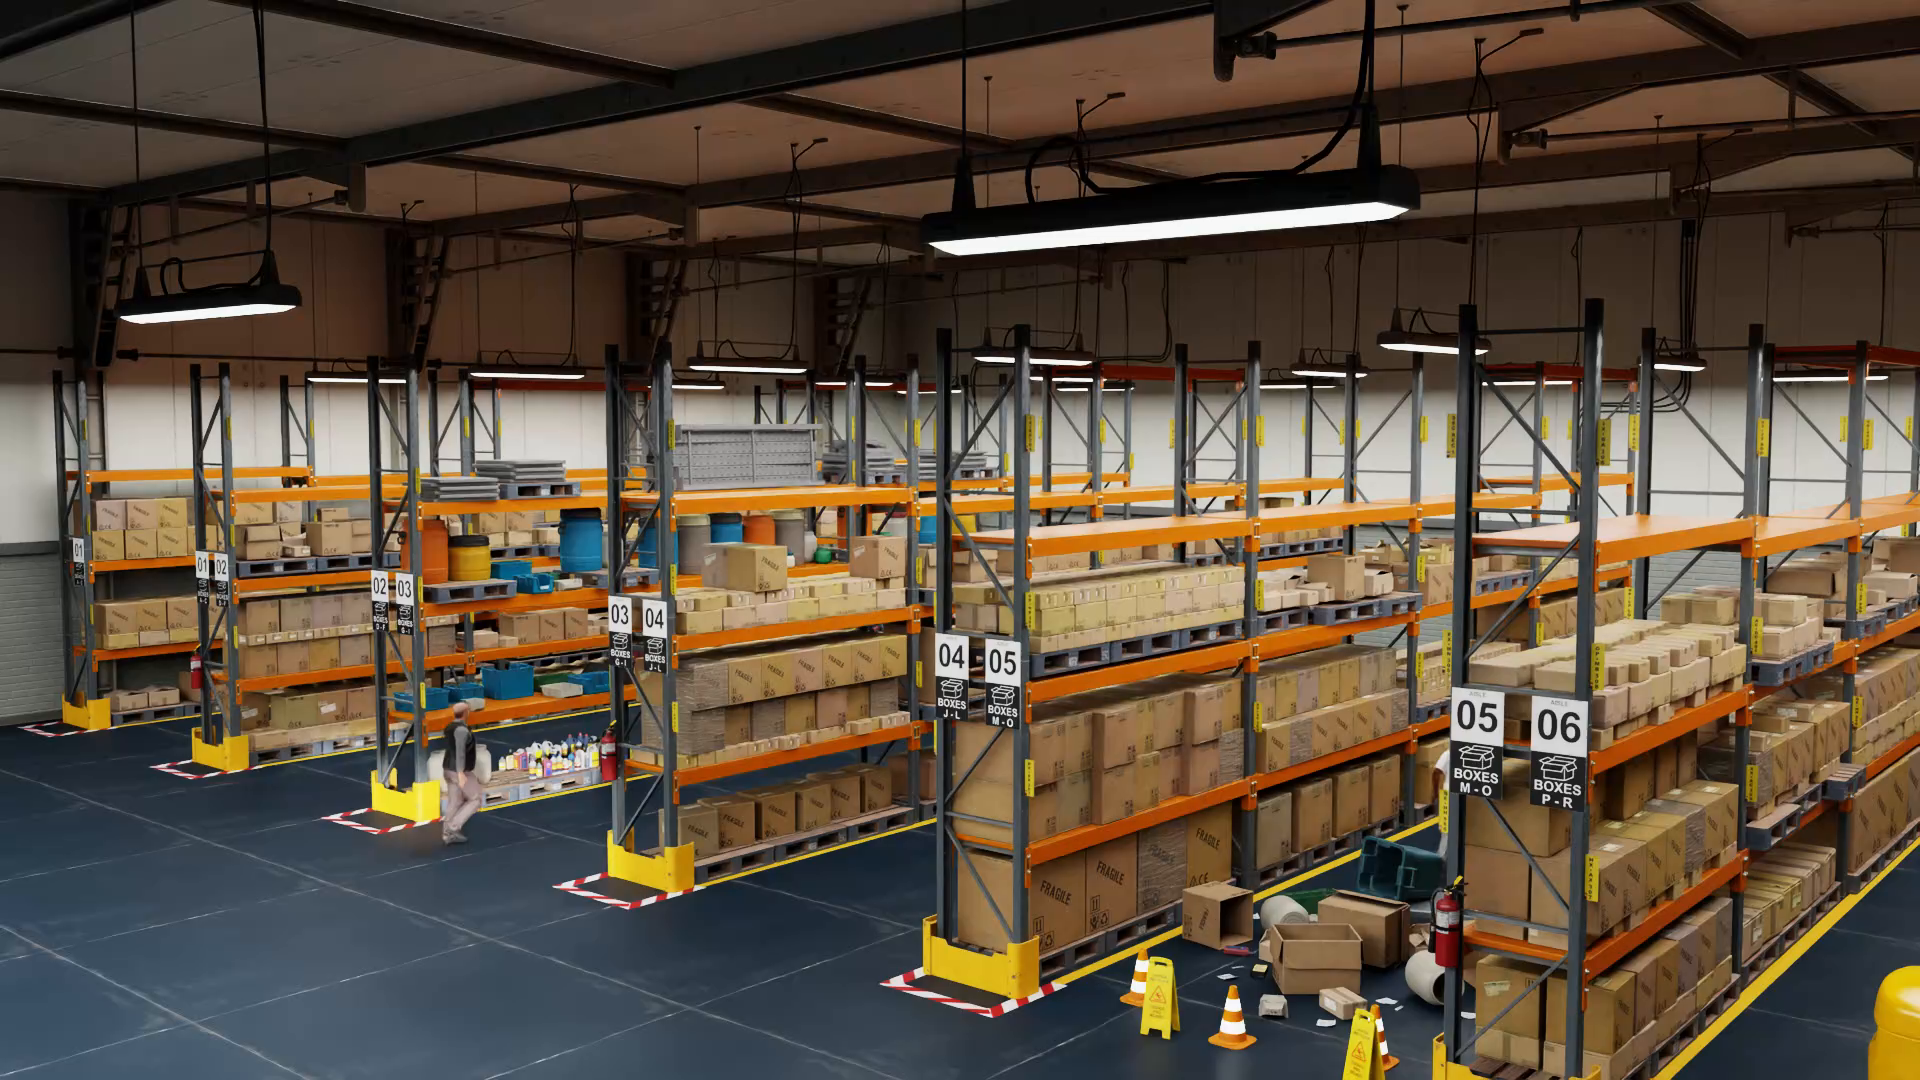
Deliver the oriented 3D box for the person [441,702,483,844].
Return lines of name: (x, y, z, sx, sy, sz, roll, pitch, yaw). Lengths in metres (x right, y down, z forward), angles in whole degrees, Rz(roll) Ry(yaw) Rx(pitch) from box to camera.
person: (-6.114, 2.835, 20.285, 0.465, 1.709, 0.569, -3, 5, -38)

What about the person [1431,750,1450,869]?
person: (5.720, 2.978, 18.934, 0.662, 1.655, 0.768, 4, 6, 42)

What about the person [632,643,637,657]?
person: (-6.626, 1.861, 34.333, 0.506, 1.605, 0.998, 3, 5, 31)
